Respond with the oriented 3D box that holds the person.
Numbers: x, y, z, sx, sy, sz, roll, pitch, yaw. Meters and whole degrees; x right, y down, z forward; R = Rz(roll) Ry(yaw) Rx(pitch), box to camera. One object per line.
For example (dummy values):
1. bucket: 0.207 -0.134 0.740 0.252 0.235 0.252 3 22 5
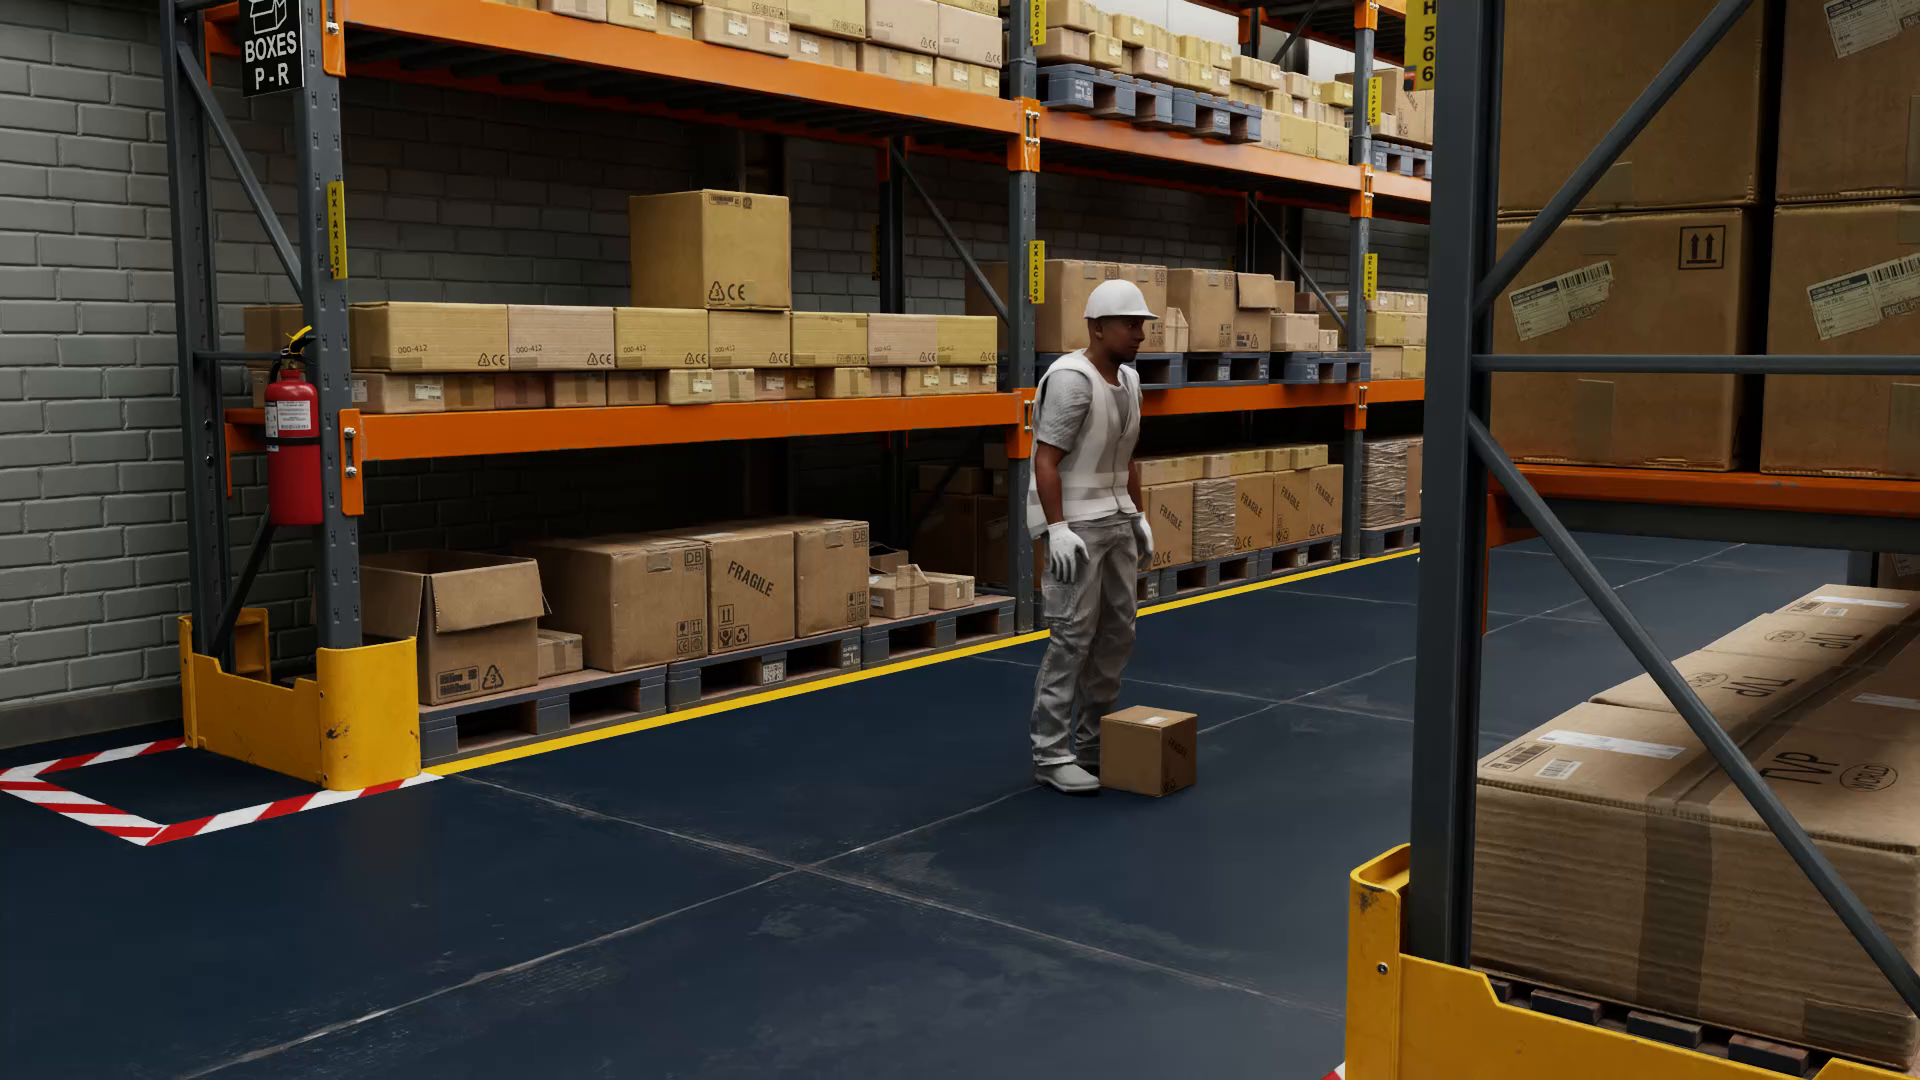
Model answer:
1. person: 0.483 -0.030 5.927 0.445 1.775 0.632 5 8 36
